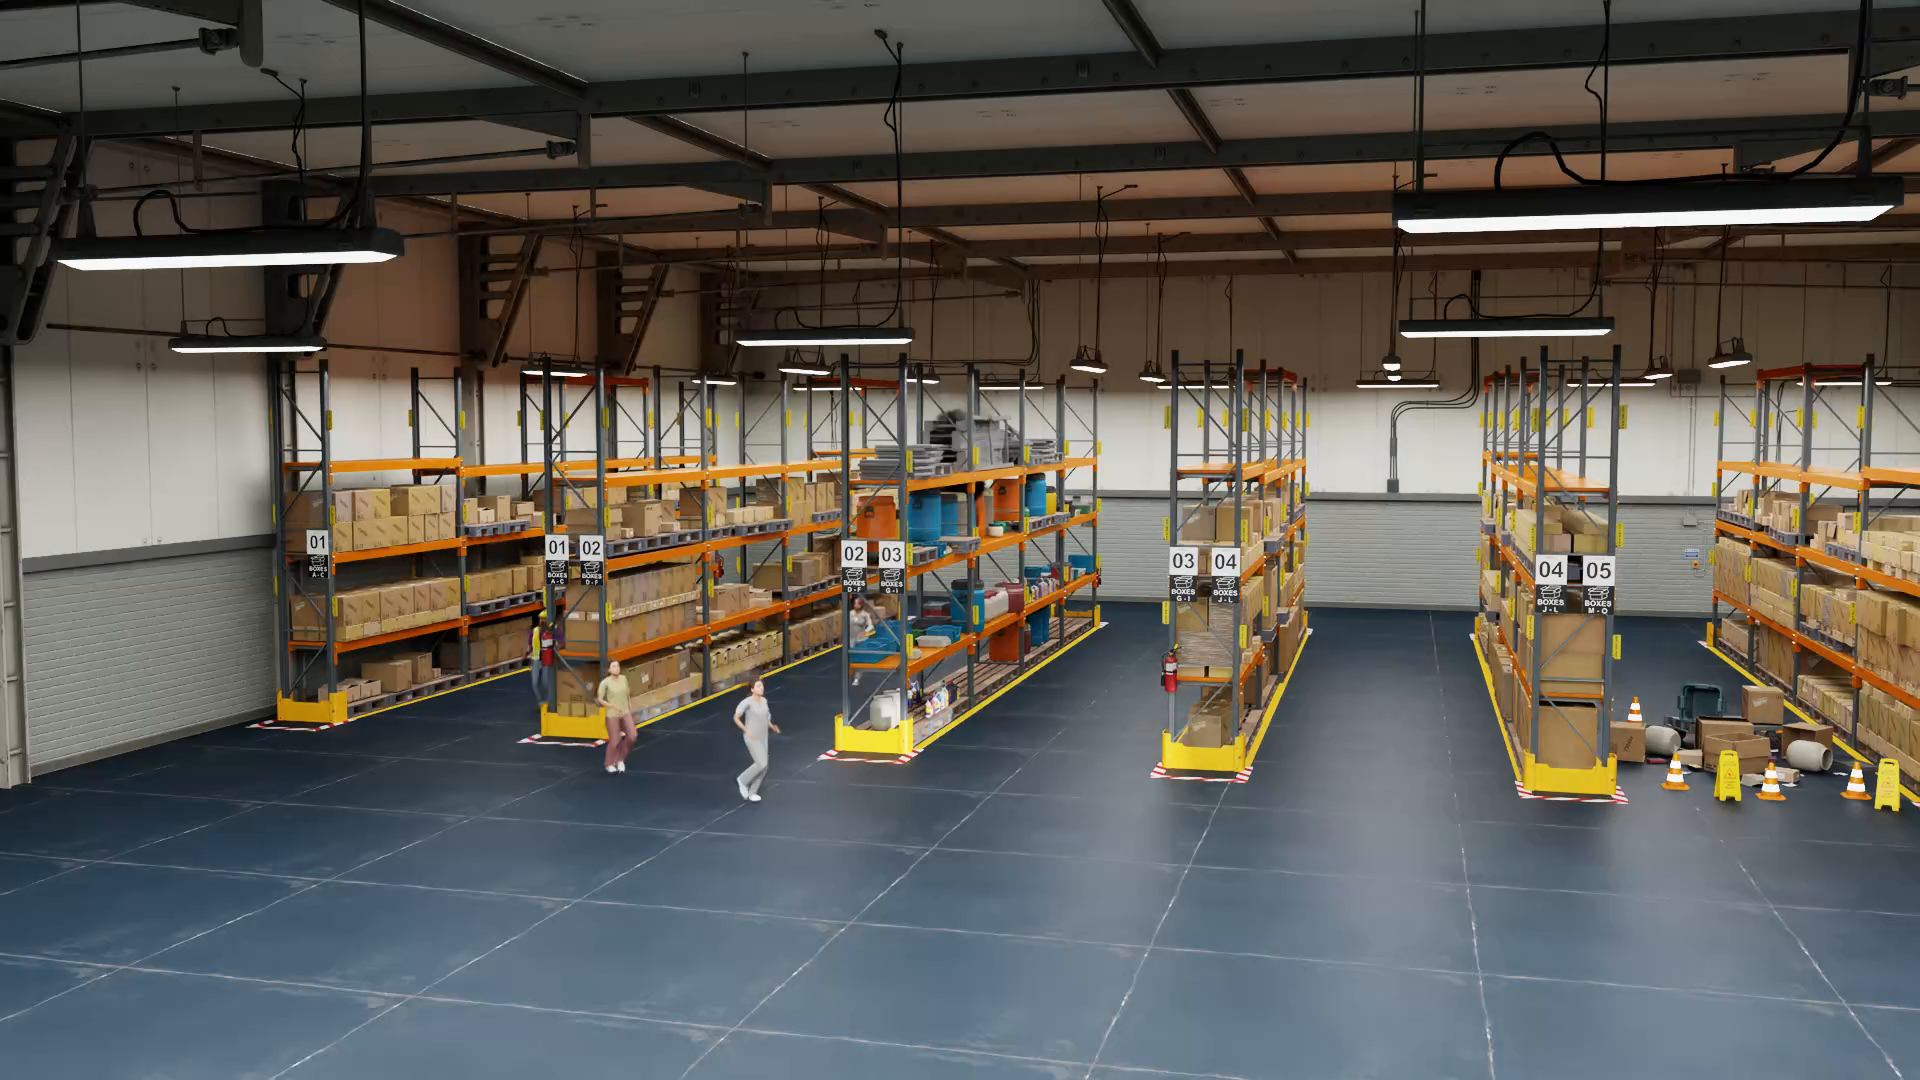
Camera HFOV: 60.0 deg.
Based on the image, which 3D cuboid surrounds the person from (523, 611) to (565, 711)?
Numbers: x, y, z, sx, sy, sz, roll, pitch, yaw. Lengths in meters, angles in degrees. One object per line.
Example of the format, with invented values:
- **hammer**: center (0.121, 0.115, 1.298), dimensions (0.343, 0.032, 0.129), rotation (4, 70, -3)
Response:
- **person**: center (-7.179, 2.077, 28.741), dimensions (0.700, 1.719, 0.625), rotation (1, 4, 13)

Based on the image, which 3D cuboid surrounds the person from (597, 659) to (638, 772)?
- **person**: center (-4.843, 2.486, 23.520), dimensions (0.581, 1.628, 0.600), rotation (-3, 5, -40)

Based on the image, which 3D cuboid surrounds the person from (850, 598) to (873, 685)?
- **person**: center (-1.823, 1.802, 29.592), dimensions (0.549, 1.551, 0.493), rotation (1, 4, 9)

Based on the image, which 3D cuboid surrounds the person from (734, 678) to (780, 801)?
- **person**: center (-2.648, 2.615, 21.796), dimensions (0.544, 1.626, 0.540), rotation (3, 5, 36)
